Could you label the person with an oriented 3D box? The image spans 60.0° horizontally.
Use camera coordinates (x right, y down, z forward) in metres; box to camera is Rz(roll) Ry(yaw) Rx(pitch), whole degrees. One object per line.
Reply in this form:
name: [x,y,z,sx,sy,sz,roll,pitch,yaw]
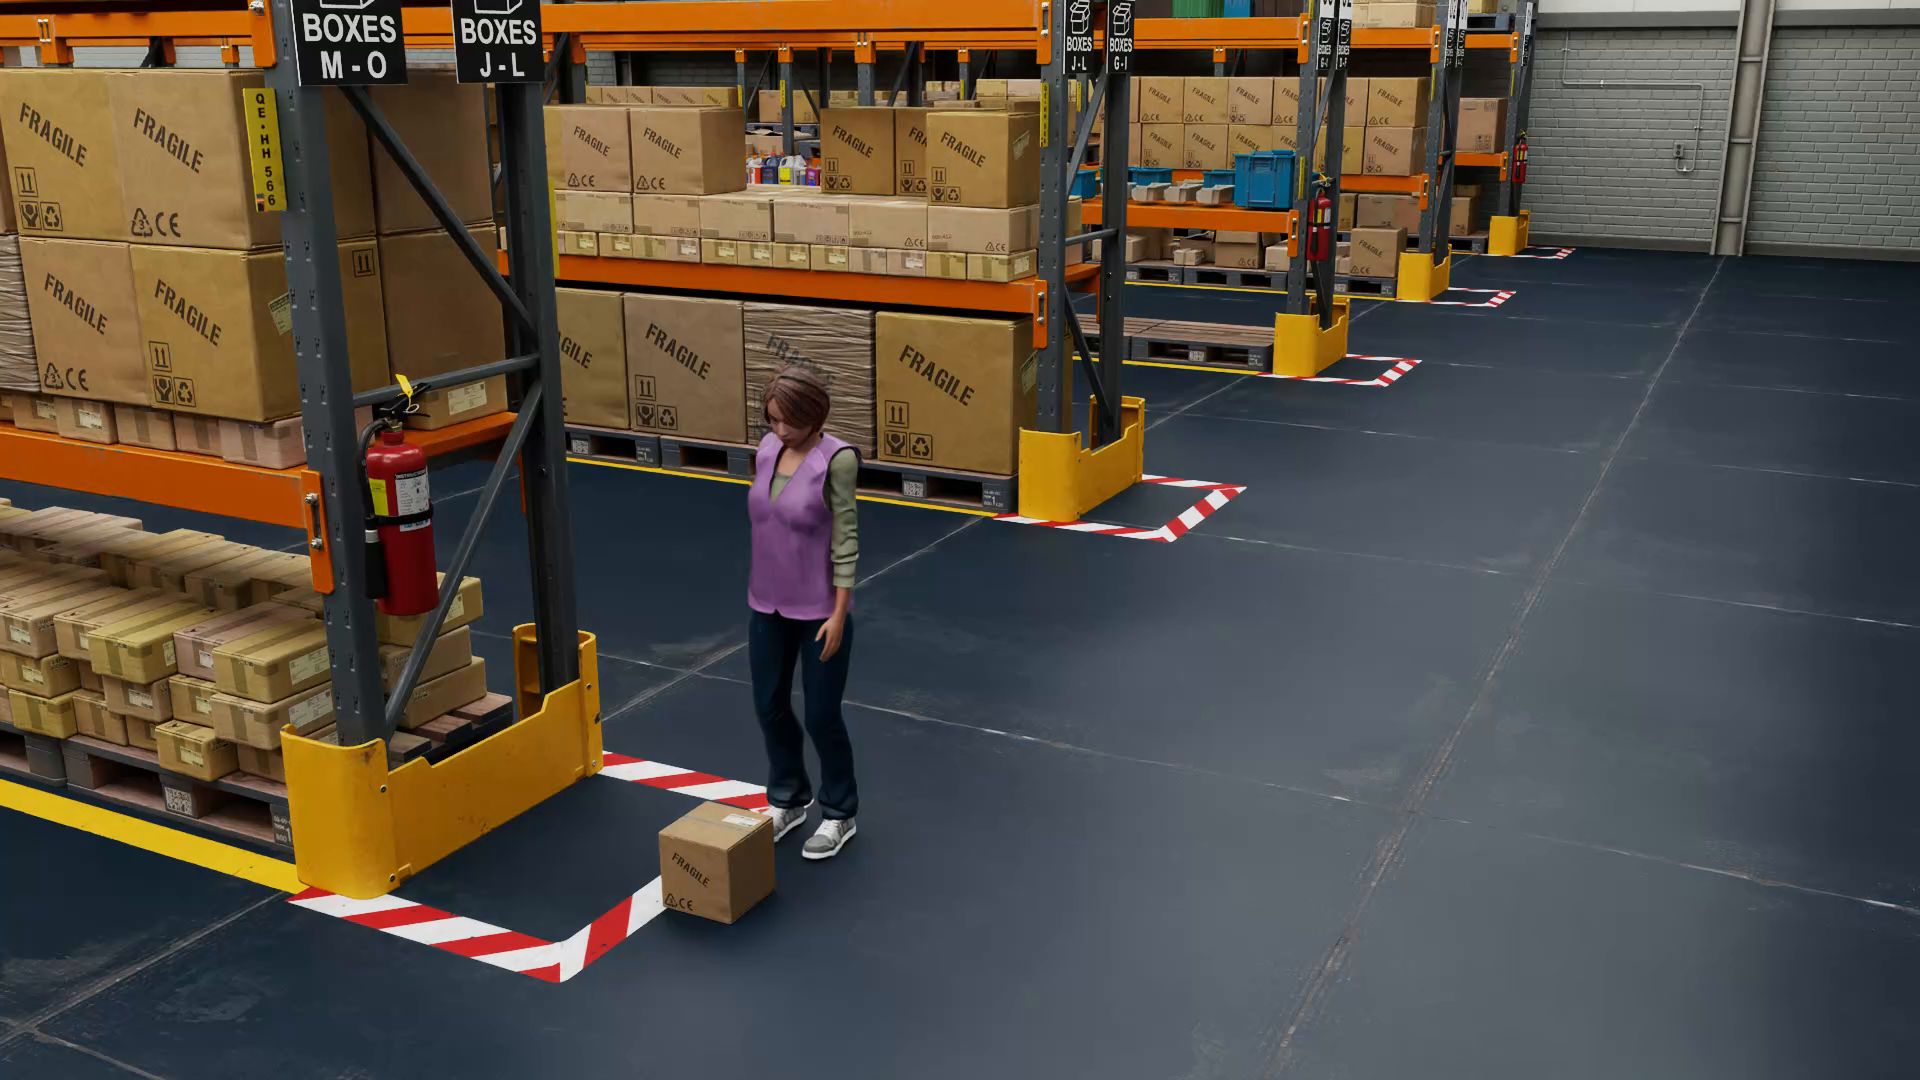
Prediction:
person: [-0.486,0.238,5.274,0.409,1.576,0.304,10,19,30]
